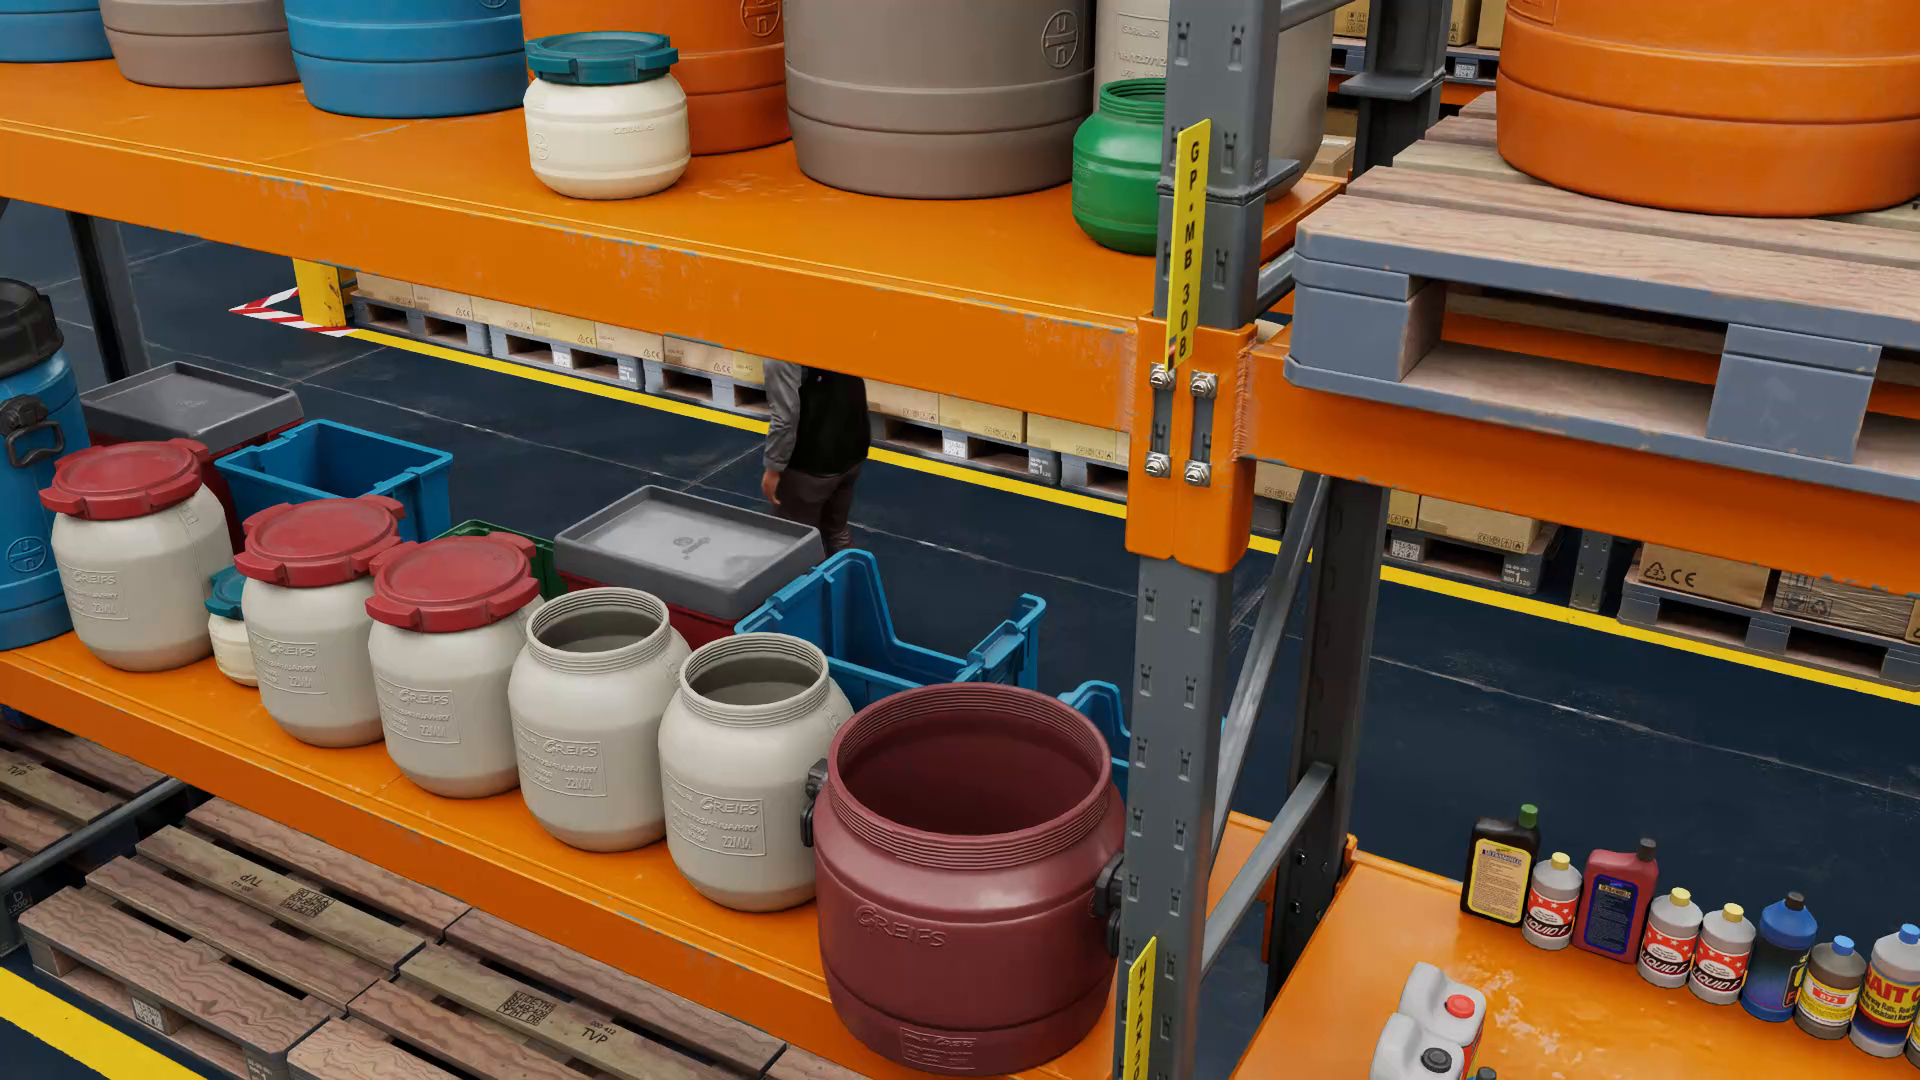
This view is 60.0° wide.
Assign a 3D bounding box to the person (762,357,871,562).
[{"bbox_3d":[-0.606,-0.339,6.825,0.463,1.721,0.580,14,30,26],"label":"person"}]
